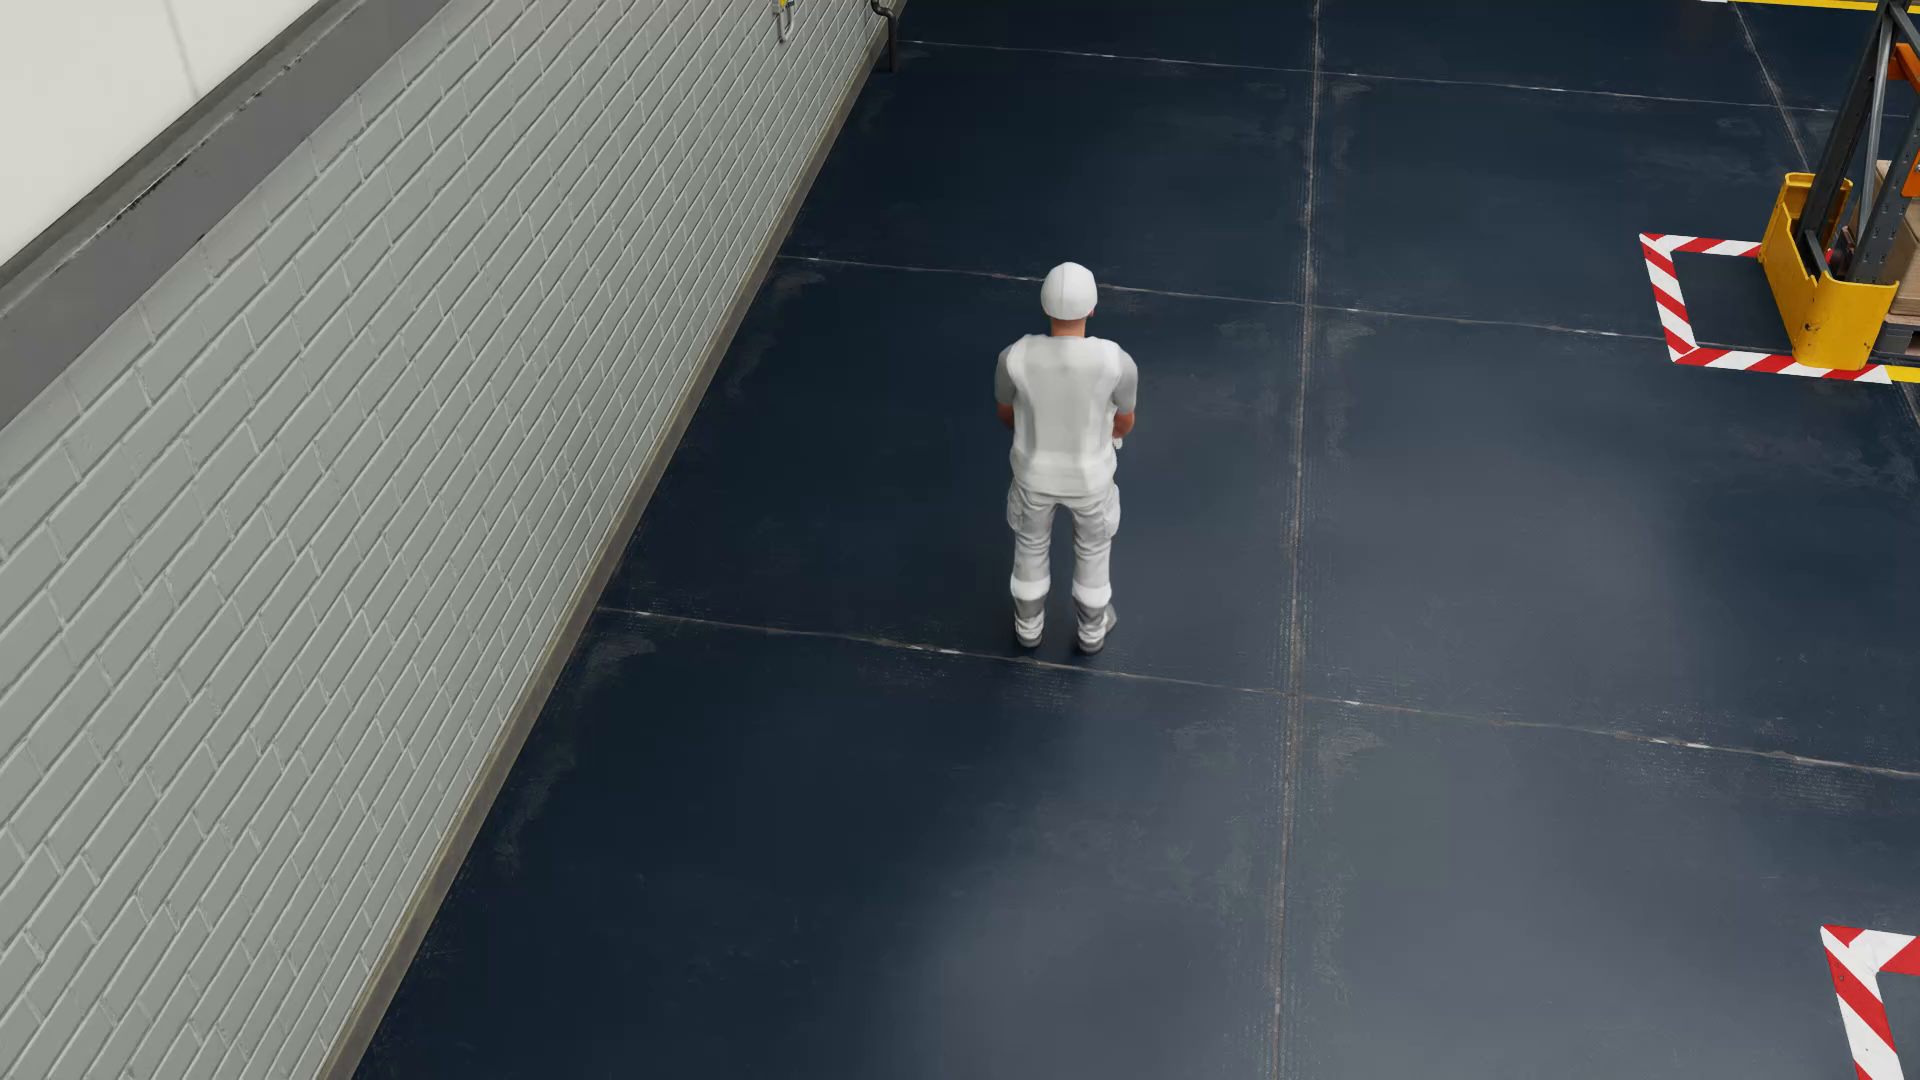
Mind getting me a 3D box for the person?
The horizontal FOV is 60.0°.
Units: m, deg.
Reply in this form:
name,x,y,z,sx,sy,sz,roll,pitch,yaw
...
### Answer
name,x,y,z,sx,sy,sz,roll,pitch,yaw
person,0.403,-0.311,6.503,0.533,1.793,0.474,6,41,7
